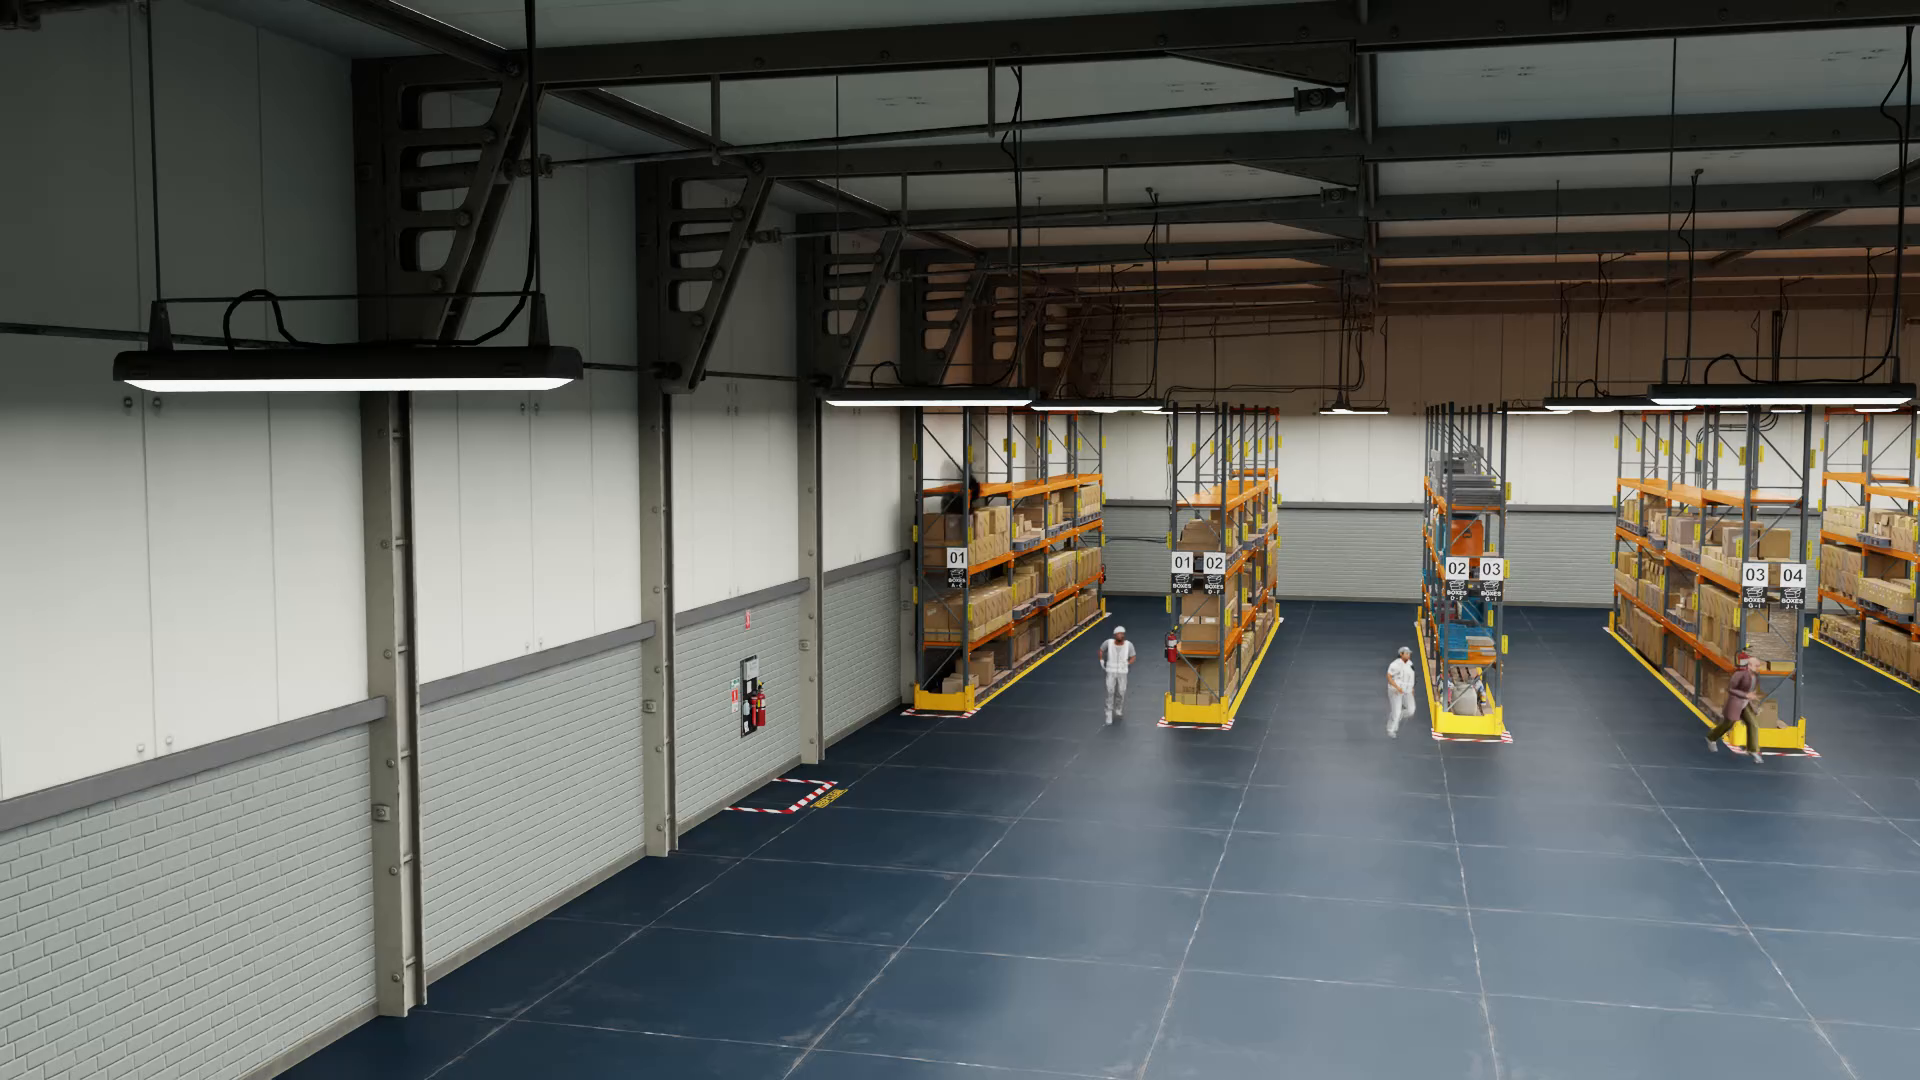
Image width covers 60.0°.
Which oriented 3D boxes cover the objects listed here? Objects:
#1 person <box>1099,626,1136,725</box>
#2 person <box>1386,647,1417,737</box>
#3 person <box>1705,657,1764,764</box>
[{"bbox_3d":[2.975,2.526,31.312,0.687,1.821,0.822,0,4,-1],"label":"person"},{"bbox_3d":[7.950,2.726,29.887,0.649,1.622,0.522,-2,5,-24],"label":"person"},{"bbox_3d":[13.045,2.802,27.928,0.753,1.745,1.142,-2,5,-27],"label":"person"}]
